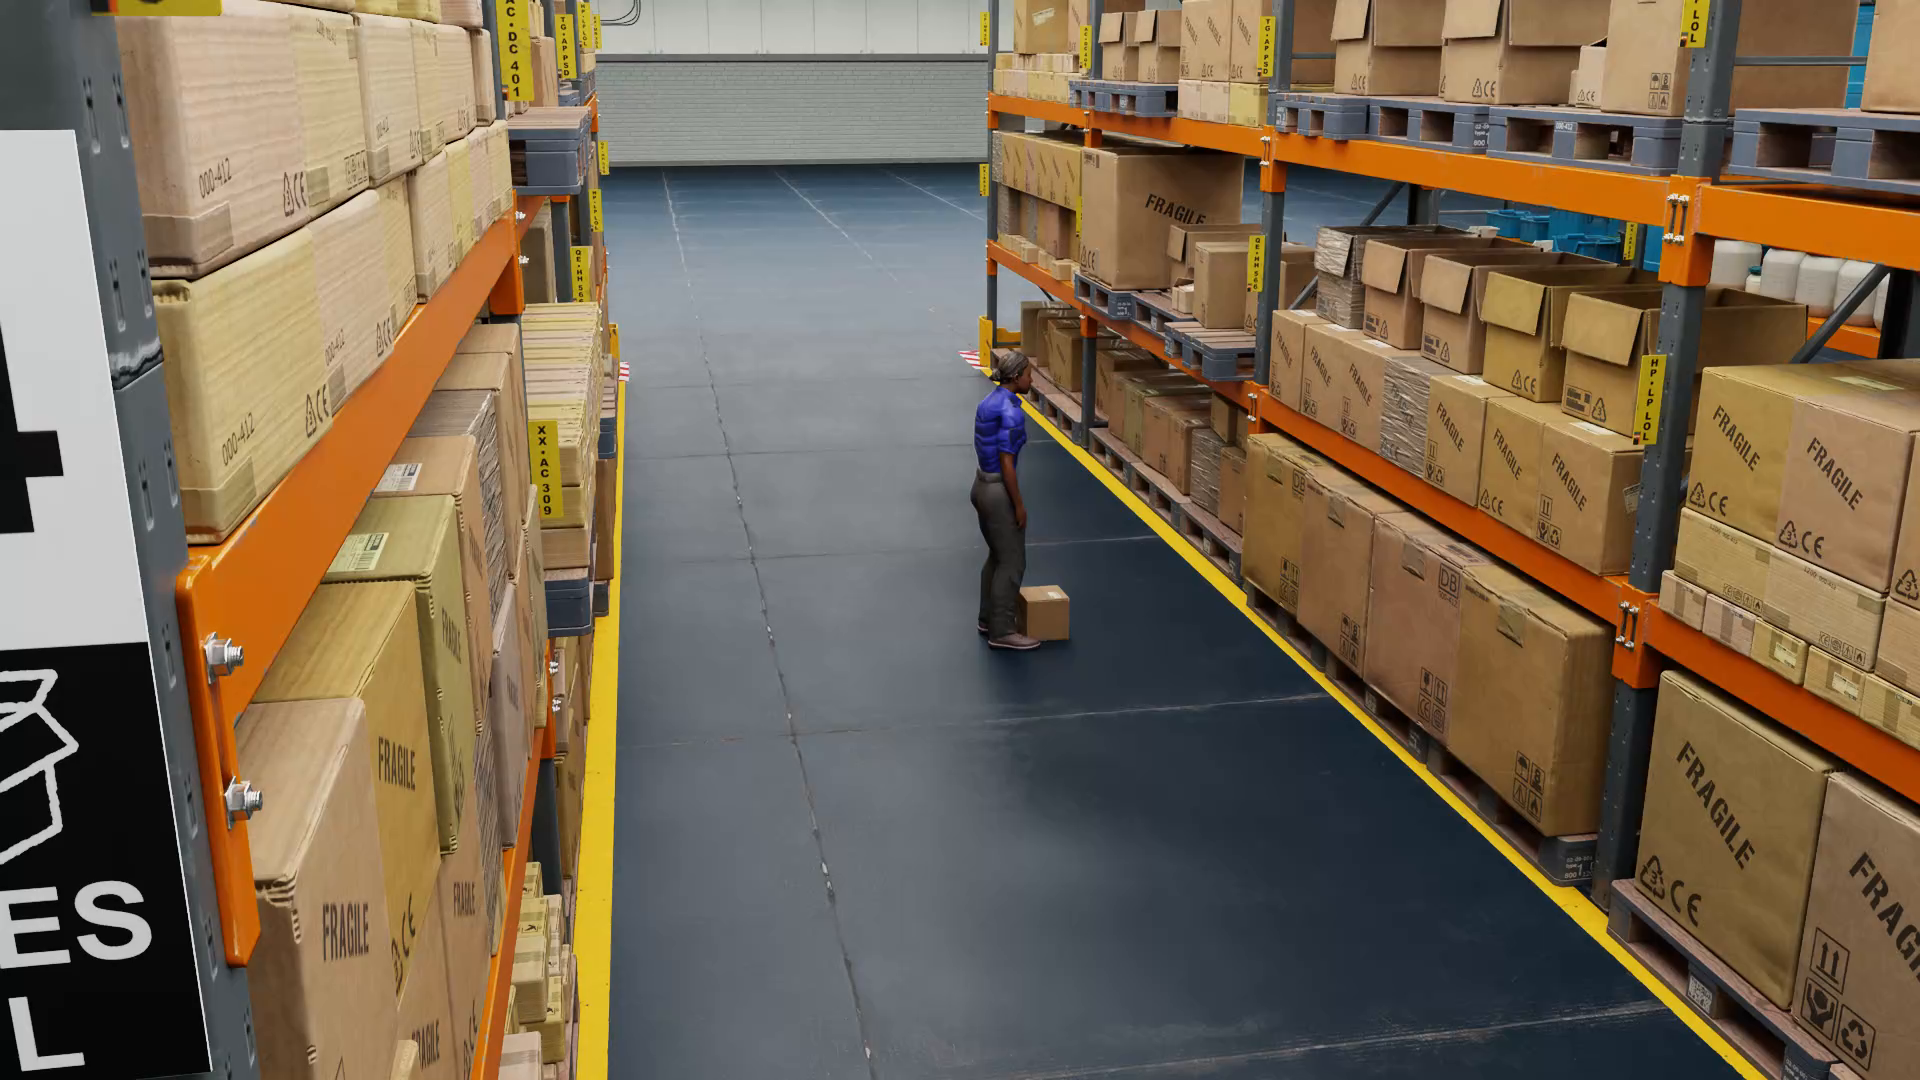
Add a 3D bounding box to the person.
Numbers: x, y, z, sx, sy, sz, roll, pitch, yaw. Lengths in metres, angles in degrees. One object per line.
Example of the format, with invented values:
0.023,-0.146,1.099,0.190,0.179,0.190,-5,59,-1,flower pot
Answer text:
0.248,-0.236,9.342,0.347,1.655,0.532,-4,17,-13,person
